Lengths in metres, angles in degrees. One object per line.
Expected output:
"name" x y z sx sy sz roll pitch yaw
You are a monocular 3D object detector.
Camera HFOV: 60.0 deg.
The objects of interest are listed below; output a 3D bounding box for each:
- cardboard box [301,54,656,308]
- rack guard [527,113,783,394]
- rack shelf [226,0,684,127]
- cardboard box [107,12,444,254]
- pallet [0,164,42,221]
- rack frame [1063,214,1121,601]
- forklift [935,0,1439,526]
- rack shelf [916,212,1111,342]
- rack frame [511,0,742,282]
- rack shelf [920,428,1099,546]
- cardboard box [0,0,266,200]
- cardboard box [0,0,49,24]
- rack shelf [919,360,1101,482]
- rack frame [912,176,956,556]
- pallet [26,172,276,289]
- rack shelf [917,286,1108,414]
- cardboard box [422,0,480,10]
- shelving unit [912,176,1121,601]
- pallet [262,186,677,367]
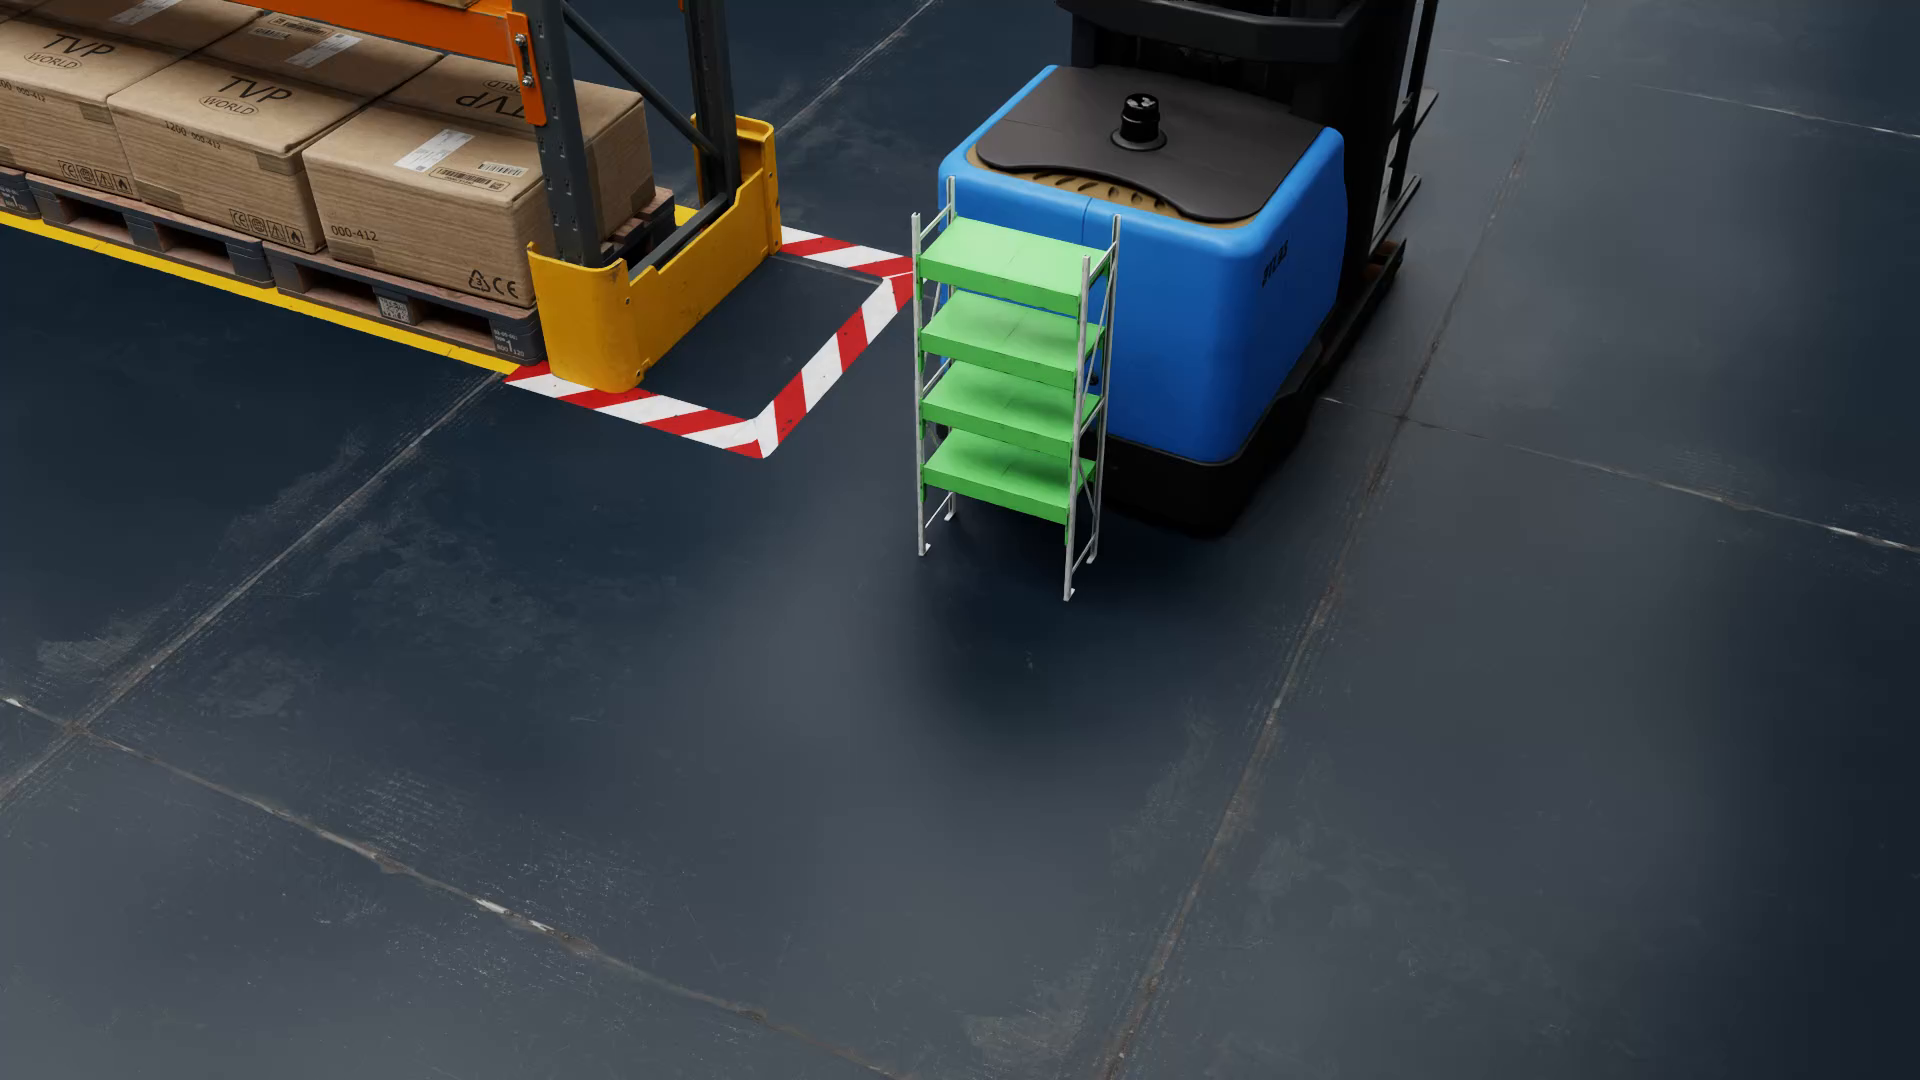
"cardboard box" -1.748 -1.348 6.151 0.875 0.438 0.875 16 43 17
"rack guard" -1.086 -1.083 6.118 0.348 0.500 1.175 17 44 19
"rack shelf" -2.920 -2.316 6.181 4.000 0.370 1.077 17 44 19
"cardboard box" -2.581 -1.597 6.437 0.875 0.438 0.875 18 44 20
"pallet" -4.076 -1.831 7.201 1.213 0.211 1.003 17 44 19
"rack frame" 0.371 -0.340 4.726 0.015 1.200 0.240 17 44 19
"forklift" 1.052 -2.110 5.446 1.130 2.935 3.031 19 44 21
"rack shelf" 0.150 -0.722 4.532 0.480 0.148 0.258 17 44 19
"rack frame" -1.107 -2.034 5.307 0.127 3.000 1.000 17 44 19
"rack shelf" 0.150 -0.178 5.003 0.480 0.148 0.258 17 44 19
"cardboard box" -3.397 -1.847 6.727 0.875 0.438 0.875 16 43 17
"cardboard box" -4.209 -2.095 7.012 0.875 0.438 0.875 16 44 18
"rack shelf" 0.150 -0.359 4.846 0.480 0.148 0.258 17 44 19
"rack frame" -0.071 -0.475 4.882 0.015 1.200 0.240 17 44 19
"pallet" -2.967 -1.494 6.813 1.213 0.211 1.003 17 44 19
"rack shelf" 0.150 -0.541 4.689 0.480 0.148 0.258 17 44 19
"cardboard box" -1.656 -2.048 5.247 0.500 0.500 0.500 17 44 19
"shelving unit" 0.150 -0.408 4.804 0.503 1.200 0.258 17 44 19
"pallet" -1.865 -1.155 6.422 1.213 0.211 1.003 17 44 19
